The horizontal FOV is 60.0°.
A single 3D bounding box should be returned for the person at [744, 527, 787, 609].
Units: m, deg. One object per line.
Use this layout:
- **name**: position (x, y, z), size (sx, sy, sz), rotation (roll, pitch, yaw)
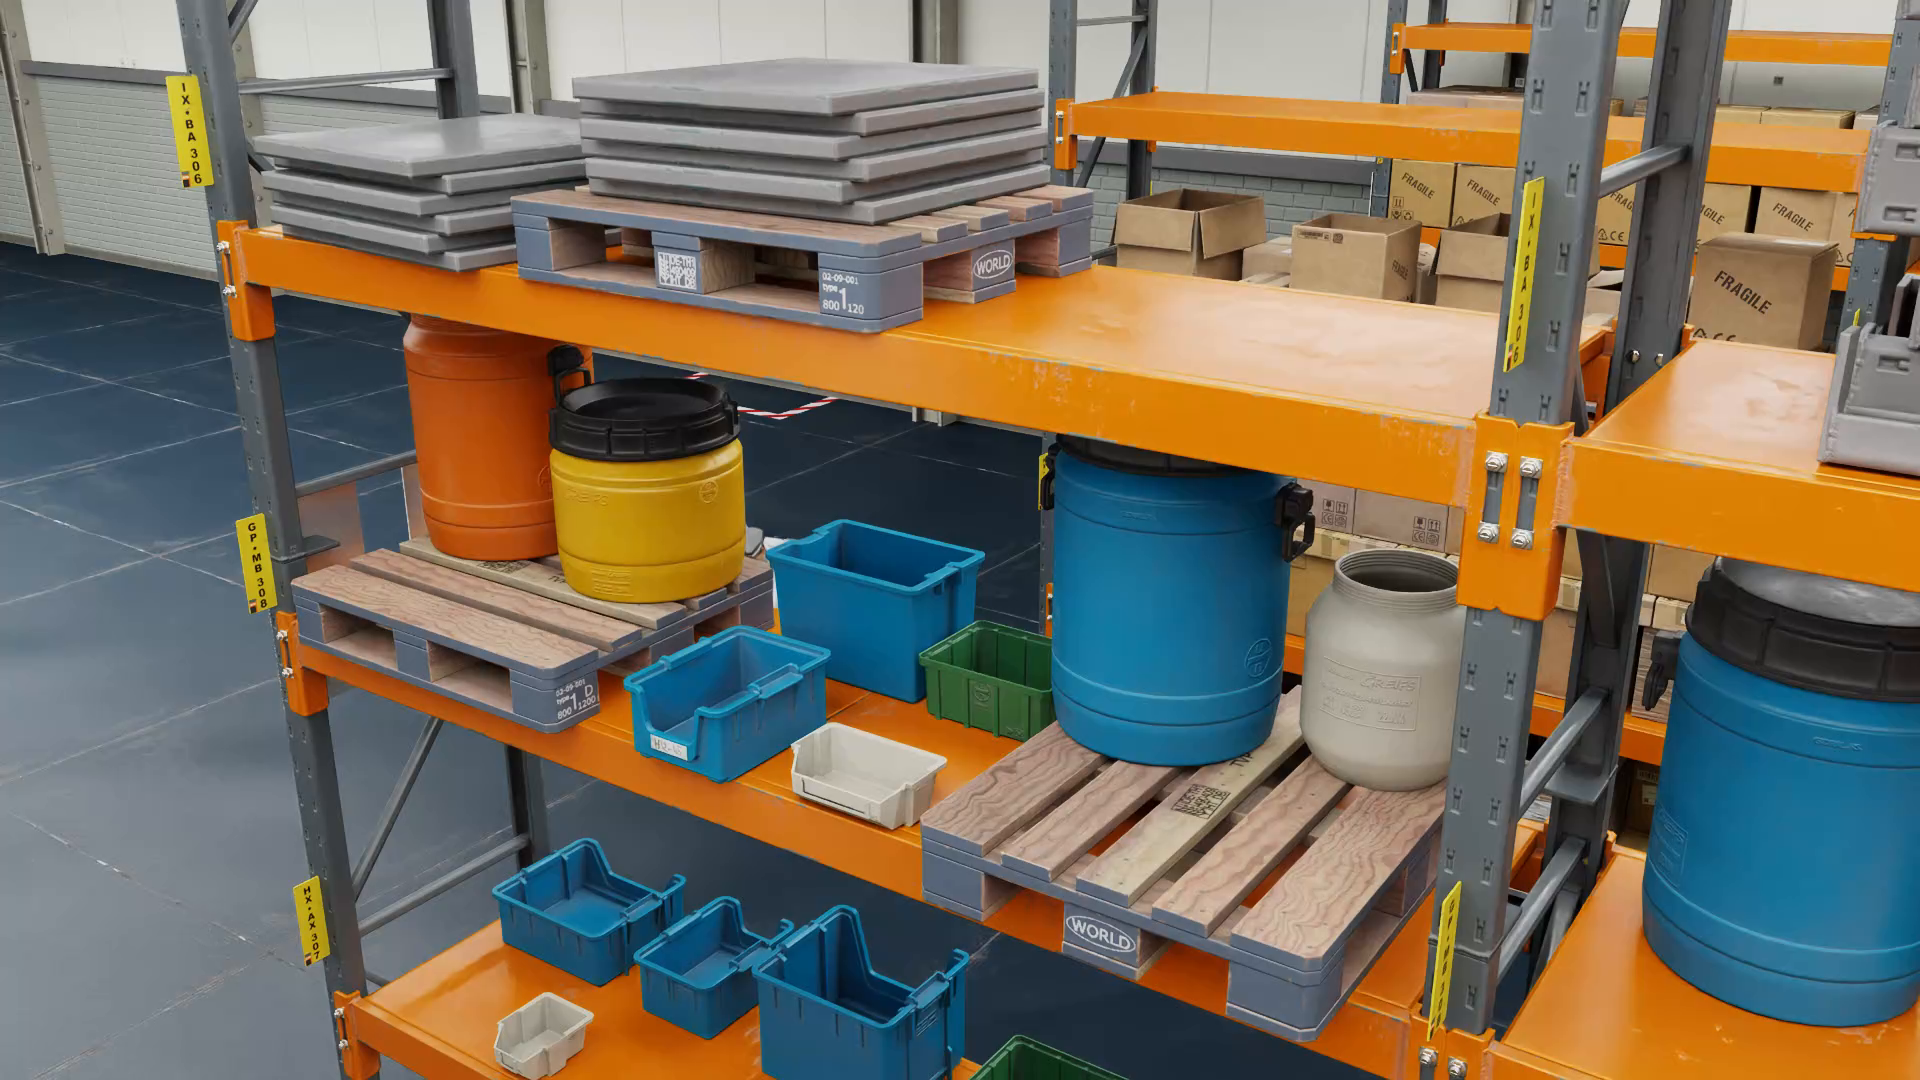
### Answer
- **person**: position (-1.376, 0.309, 12.229), size (0.484, 0.983, 0.816), rotation (13, 24, 32)
